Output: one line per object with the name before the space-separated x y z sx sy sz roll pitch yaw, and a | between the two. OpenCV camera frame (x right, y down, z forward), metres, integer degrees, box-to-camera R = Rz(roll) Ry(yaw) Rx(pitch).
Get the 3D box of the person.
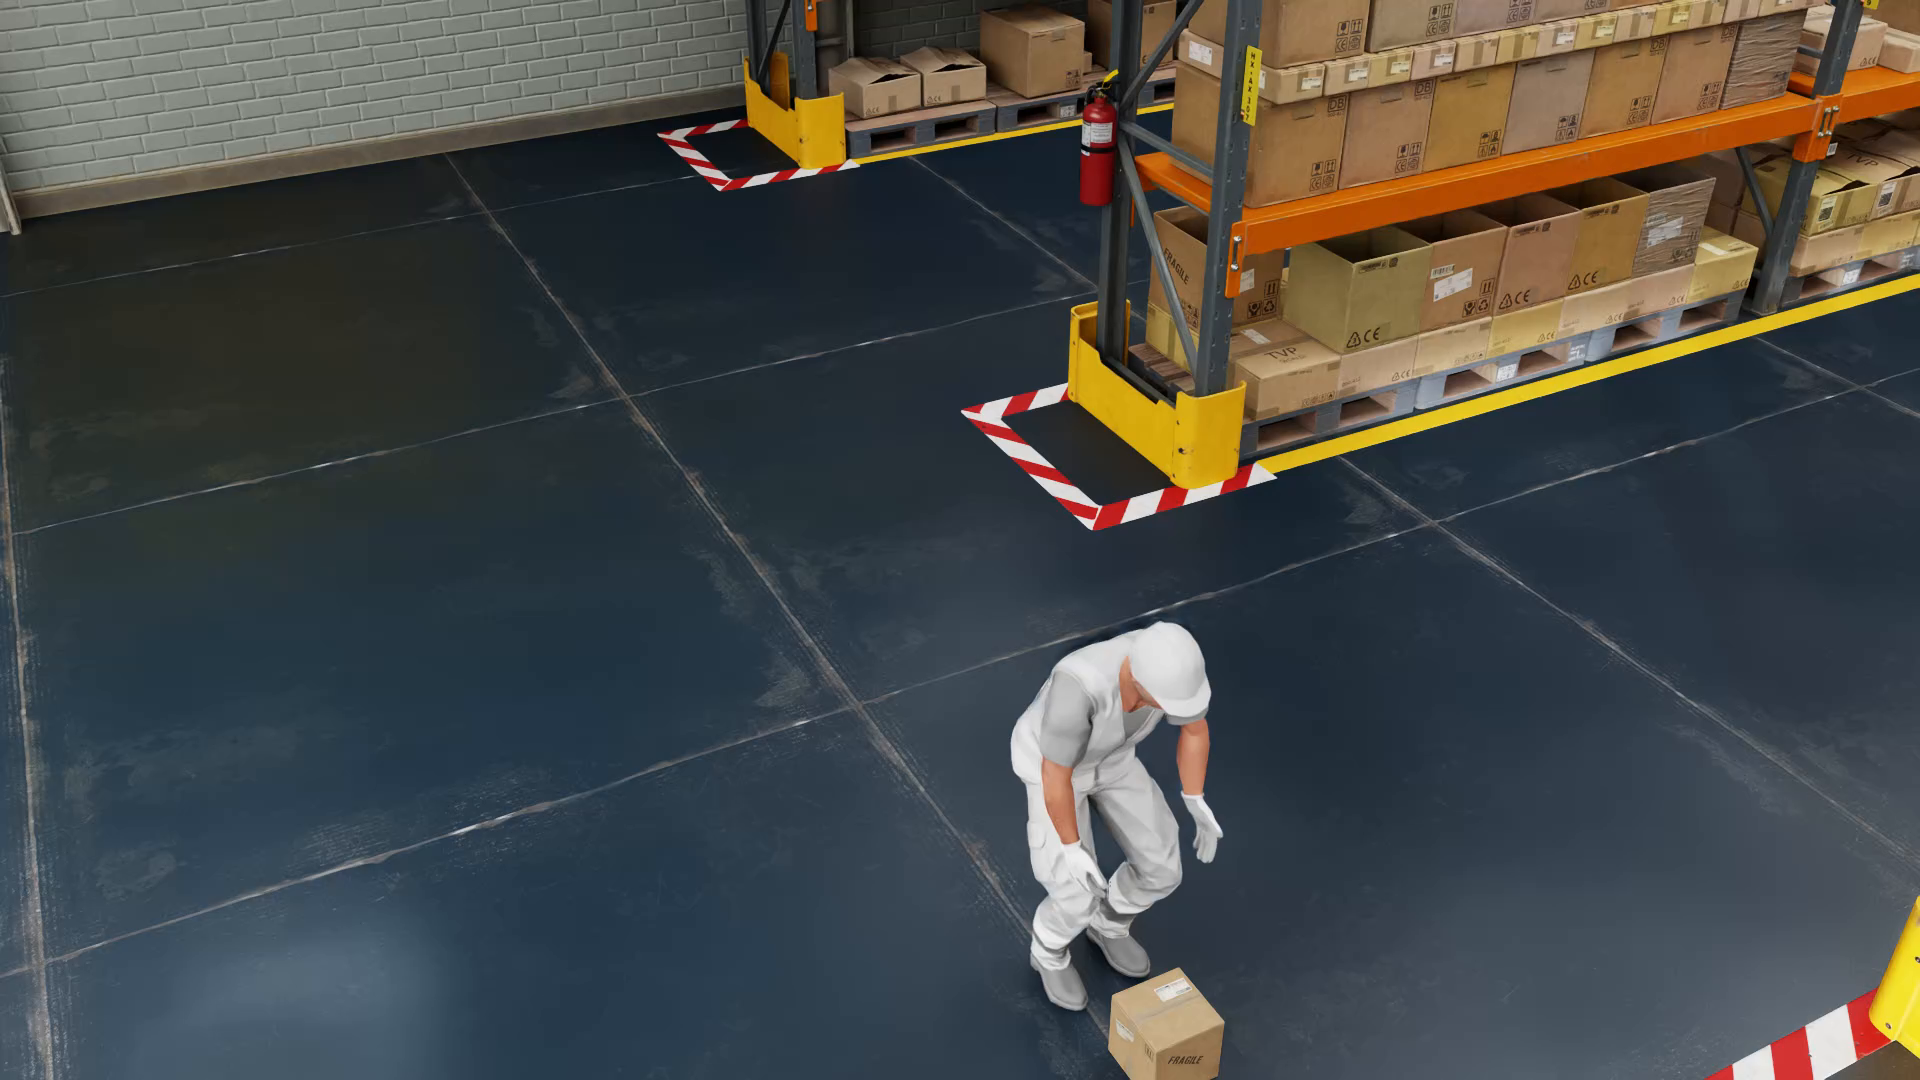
person | 0.479 0.787 5.134 0.579 1.528 0.690 -16 36 -23
